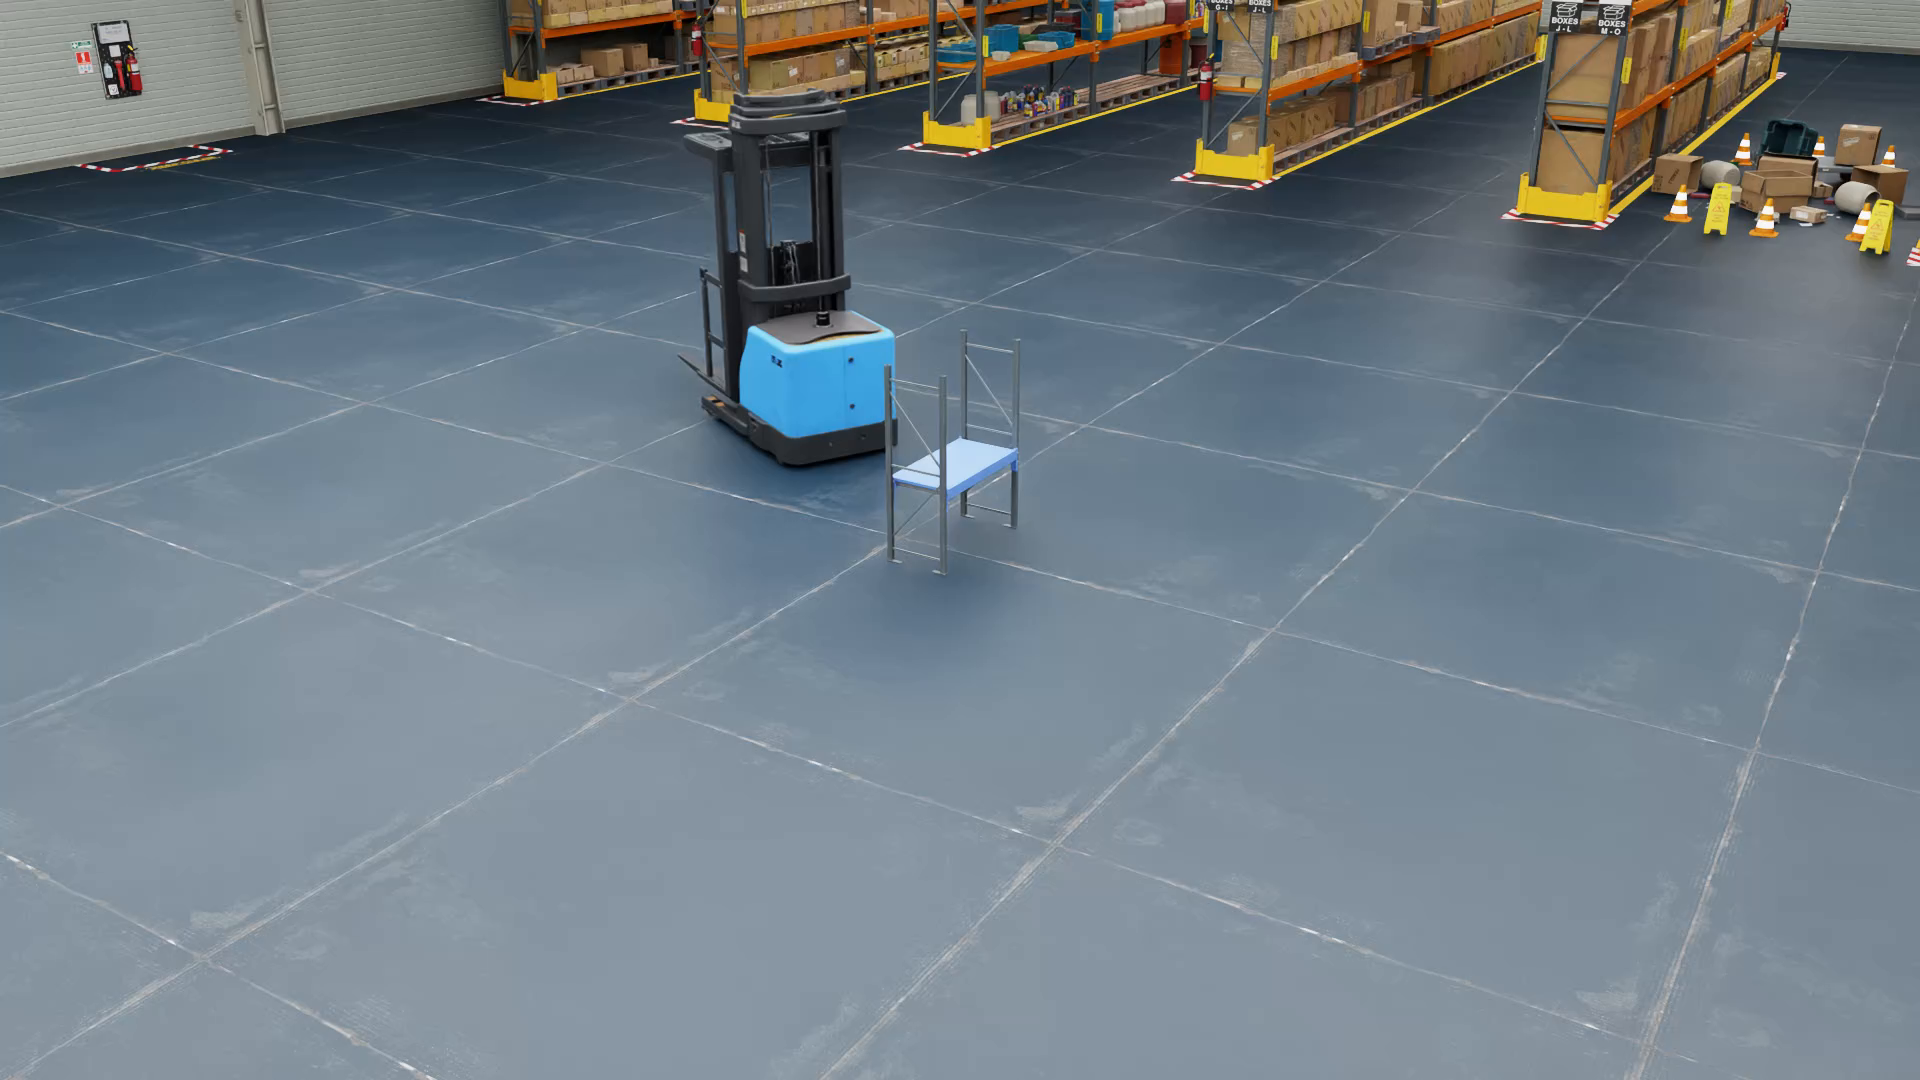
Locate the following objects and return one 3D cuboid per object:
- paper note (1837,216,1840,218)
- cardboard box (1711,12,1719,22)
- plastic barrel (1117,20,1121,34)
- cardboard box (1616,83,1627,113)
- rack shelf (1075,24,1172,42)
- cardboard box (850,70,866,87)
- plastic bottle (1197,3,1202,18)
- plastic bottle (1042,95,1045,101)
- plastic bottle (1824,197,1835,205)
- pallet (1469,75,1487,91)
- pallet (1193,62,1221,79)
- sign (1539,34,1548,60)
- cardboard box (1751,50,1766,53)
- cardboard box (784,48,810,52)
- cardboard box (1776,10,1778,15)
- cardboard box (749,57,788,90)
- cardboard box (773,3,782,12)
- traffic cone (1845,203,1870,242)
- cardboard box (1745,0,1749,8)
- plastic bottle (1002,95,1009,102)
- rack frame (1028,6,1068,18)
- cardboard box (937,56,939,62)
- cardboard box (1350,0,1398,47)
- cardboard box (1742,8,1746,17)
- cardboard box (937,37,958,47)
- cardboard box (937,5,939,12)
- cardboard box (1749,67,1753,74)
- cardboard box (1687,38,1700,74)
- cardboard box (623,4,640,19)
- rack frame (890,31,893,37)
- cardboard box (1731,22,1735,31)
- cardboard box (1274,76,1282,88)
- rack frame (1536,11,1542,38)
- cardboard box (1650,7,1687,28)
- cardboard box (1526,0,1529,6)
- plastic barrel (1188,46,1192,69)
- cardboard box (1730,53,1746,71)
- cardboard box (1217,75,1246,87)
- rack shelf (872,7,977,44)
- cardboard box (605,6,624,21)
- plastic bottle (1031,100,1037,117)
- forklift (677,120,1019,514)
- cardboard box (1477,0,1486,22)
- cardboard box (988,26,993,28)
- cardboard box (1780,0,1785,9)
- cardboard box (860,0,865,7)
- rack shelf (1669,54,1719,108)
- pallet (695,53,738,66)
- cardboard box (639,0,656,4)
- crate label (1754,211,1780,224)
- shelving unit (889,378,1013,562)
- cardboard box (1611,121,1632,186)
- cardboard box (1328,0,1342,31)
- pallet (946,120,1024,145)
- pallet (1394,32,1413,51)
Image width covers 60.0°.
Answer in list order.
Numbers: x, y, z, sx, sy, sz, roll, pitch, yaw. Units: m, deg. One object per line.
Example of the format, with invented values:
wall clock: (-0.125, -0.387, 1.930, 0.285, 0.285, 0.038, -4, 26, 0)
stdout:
paper note: (12.043, -4.425, 22.796, 0.032, 0.001, 0.123, 14, 27, 29)
cardboard box: (12.945, -9.042, 28.736, 0.380, 0.149, 0.250, 14, 27, 29)
plastic barrel: (2.885, -9.687, 31.361, 0.301, 0.262, 0.301, 0, 23, 0)
cardboard box: (8.743, -6.269, 23.101, 0.875, 0.550, 0.550, 14, 27, 29)
rack shelf: (-0.042, -11.517, 35.983, 10.826, 0.052, 7.809, 14, 27, 29)
cardboard box: (-2.209, -9.104, 32.773, 0.500, 0.250, 0.500, 14, 27, 29)
plastic bottle: (4.881, -10.812, 33.933, 0.061, 0.283, 0.133, 14, 27, 29)
plastic bottle: (1.510, -7.808, 29.712, 0.061, 0.283, 0.133, 14, 27, 29)
plastic bottle: (12.409, -4.831, 23.667, 0.133, 0.061, 0.283, 20, 30, 38)
pallet: (10.141, -9.443, 34.132, 1.003, 0.211, 1.213, 14, 27, 29)
pallet: (5.191, -10.092, 35.631, 1.003, 0.211, 1.213, 14, 27, 29)
sign: (7.861, -6.633, 22.377, 0.100, 0.325, 0.005, 14, 27, 29)
cardboard box: (16.290, -9.940, 34.081, 0.380, 0.149, 0.250, 13, 26, 27)
cardboard box: (-3.188, -9.222, 32.101, 0.500, 0.500, 0.500, 14, 27, 29)
cardboard box: (16.659, -10.914, 34.338, 0.380, 0.149, 0.250, 14, 27, 29)
cardboard box: (-3.526, -8.604, 30.674, 0.500, 0.500, 0.500, 14, 27, 29)
cardboard box: (-3.465, -9.715, 30.308, 0.380, 0.149, 0.250, 13, 27, 28)
traffic cone: (11.704, -4.123, 21.527, 0.336, 0.463, 0.334, 14, 27, 29)
cardboard box: (14.457, -10.008, 30.967, 0.380, 0.149, 0.250, 13, 27, 27)
plastic bottle: (0.772, -7.776, 29.647, 0.152, 0.276, 0.135, 13, 27, 28)
rack frame: (2.070, -13.076, 39.014, 1.000, 3.000, 0.127, 14, 27, 29)
cardboard box: (-0.647, -10.084, 35.036, 0.500, 0.250, 0.500, 15, 27, 30)
cardboard box: (6.802, -9.005, 28.328, 1.000, 1.000, 1.000, 14, 27, 29)
cardboard box: (14.331, -9.791, 30.840, 0.380, 0.149, 0.250, 15, 28, 31)
cardboard box: (-0.376, -10.509, 35.311, 0.500, 0.311, 0.500, 13, 27, 28)
cardboard box: (-0.665, -11.168, 34.924, 0.380, 0.149, 0.250, 16, 28, 33)
cardboard box: (15.572, -9.373, 33.148, 0.380, 0.149, 0.250, 15, 28, 31)
cardboard box: (11.462, -7.731, 26.541, 0.500, 0.500, 0.500, 14, 27, 29)
cardboard box: (-6.875, -10.790, 33.898, 0.500, 0.250, 0.500, 14, 27, 29)
rack frame: (-2.141, -14.112, 41.409, 1.000, 3.000, 0.127, 14, 27, 29)
cardboard box: (13.778, -9.296, 30.072, 0.380, 0.149, 0.250, 13, 27, 27)
cardboard box: (4.655, -6.960, 25.203, 0.380, 0.149, 0.250, 14, 27, 29)
rack frame: (12.594, -12.348, 37.334, 1.000, 3.000, 0.127, 14, 27, 29)
cardboard box: (10.951, -8.072, 26.072, 0.700, 0.500, 0.500, 13, 27, 28)
cardboard box: (12.148, -11.699, 36.150, 0.380, 0.149, 0.250, 13, 27, 28)
plastic barrel: (4.632, -10.115, 34.779, 0.421, 0.512, 0.421, 0, 23, 0)
cardboard box: (14.466, -9.010, 31.297, 0.500, 0.250, 0.500, 13, 27, 28)
cardboard box: (4.129, -6.972, 25.232, 0.380, 0.149, 0.250, 14, 27, 29)
rack shelf: (-1.095, -10.720, 34.479, 1.077, 0.370, 4.000, 14, 27, 29)
cardboard box: (4.506, -9.014, 29.672, 24.982, 0.349, 4.250, 12, 26, 26)
plastic bottle: (1.302, -7.561, 29.140, 0.061, 0.283, 0.133, 14, 27, 30)
forklift: (0.144, -5.120, 19.883, 10.324, 3.598, 15.967, -13, 27, -28)
cardboard box: (10.202, -10.664, 33.317, 0.500, 0.500, 0.500, 15, 27, 31)
cardboard box: (0.527, -11.320, 37.551, 0.500, 0.500, 0.500, 13, 27, 27)
cardboard box: (16.736, -11.252, 34.301, 0.500, 0.500, 0.500, 14, 27, 30)
cardboard box: (-2.839, -12.771, 40.489, 0.750, 0.750, 0.750, 15, 27, 31)
rack shelf: (11.479, -7.570, 27.201, 1.077, 0.370, 4.000, 14, 27, 29)
pallet: (-5.308, -10.809, 37.289, 1.003, 0.211, 1.213, 14, 27, 29)
cardboard box: (-6.606, -11.303, 34.139, 0.500, 0.500, 0.500, 14, 27, 29)
crate label: (10.944, -4.369, 22.507, 0.250, 0.136, 0.298, 1, 23, 2)
shelving unit: (-0.054, -0.653, 12.205, 0.475, 1.308, 0.991, 14, 27, 29)
cardboard box: (9.078, -5.633, 23.967, 0.875, 0.875, 0.875, 13, 27, 28)
cardboard box: (5.733, -8.392, 26.437, 0.500, 0.500, 0.500, 14, 27, 29)
pallet: (0.379, -7.015, 28.525, 1.003, 0.211, 1.213, 14, 27, 29)
pallet: (7.364, -8.884, 29.572, 1.003, 0.211, 1.213, 14, 27, 29)
